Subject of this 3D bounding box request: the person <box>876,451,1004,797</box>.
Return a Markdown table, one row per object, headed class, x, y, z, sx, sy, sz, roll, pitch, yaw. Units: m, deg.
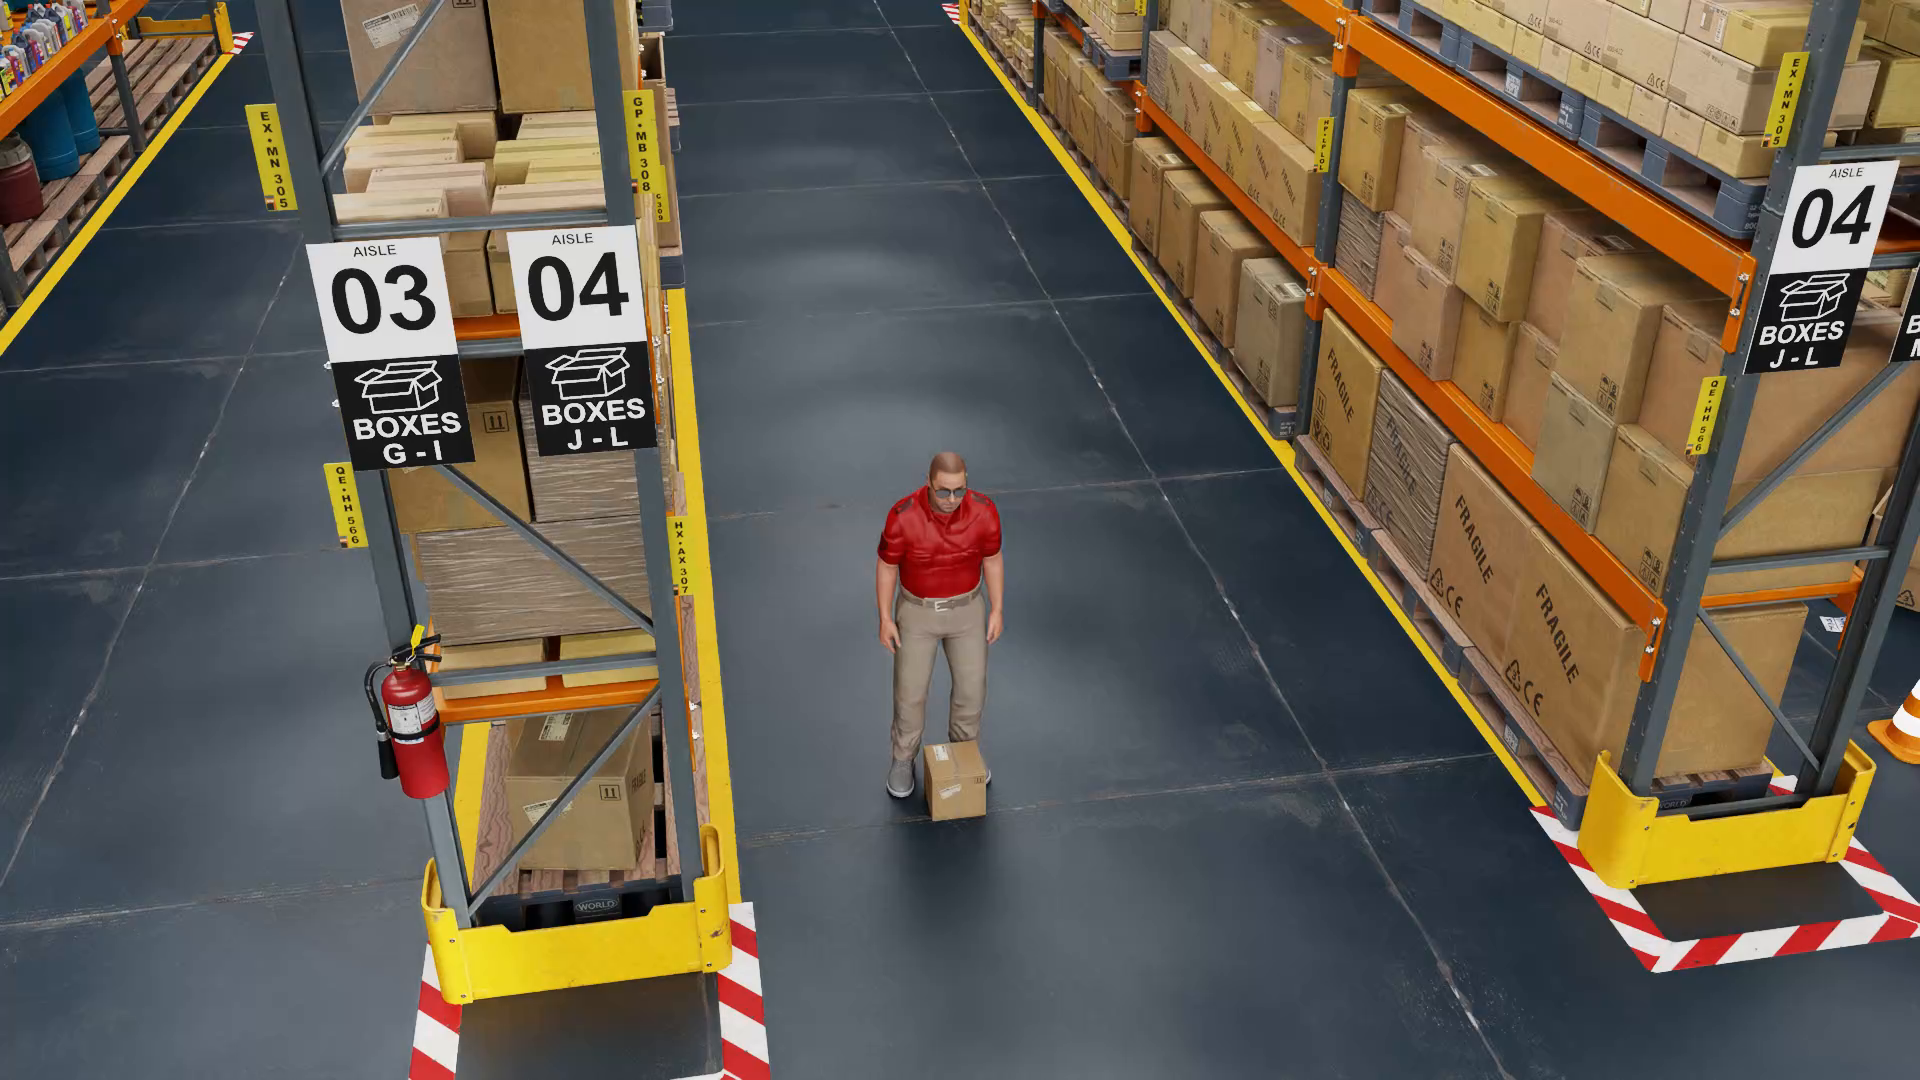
| class | x | y | z | sx | sy | sz | roll | pitch | yaw |
| --- | --- | --- | --- | --- | --- | --- | --- | --- | --- |
| person | -0.084 | 0.353 | 7.552 | 0.585 | 1.726 | 0.396 | -5 | 31 | -9 |
